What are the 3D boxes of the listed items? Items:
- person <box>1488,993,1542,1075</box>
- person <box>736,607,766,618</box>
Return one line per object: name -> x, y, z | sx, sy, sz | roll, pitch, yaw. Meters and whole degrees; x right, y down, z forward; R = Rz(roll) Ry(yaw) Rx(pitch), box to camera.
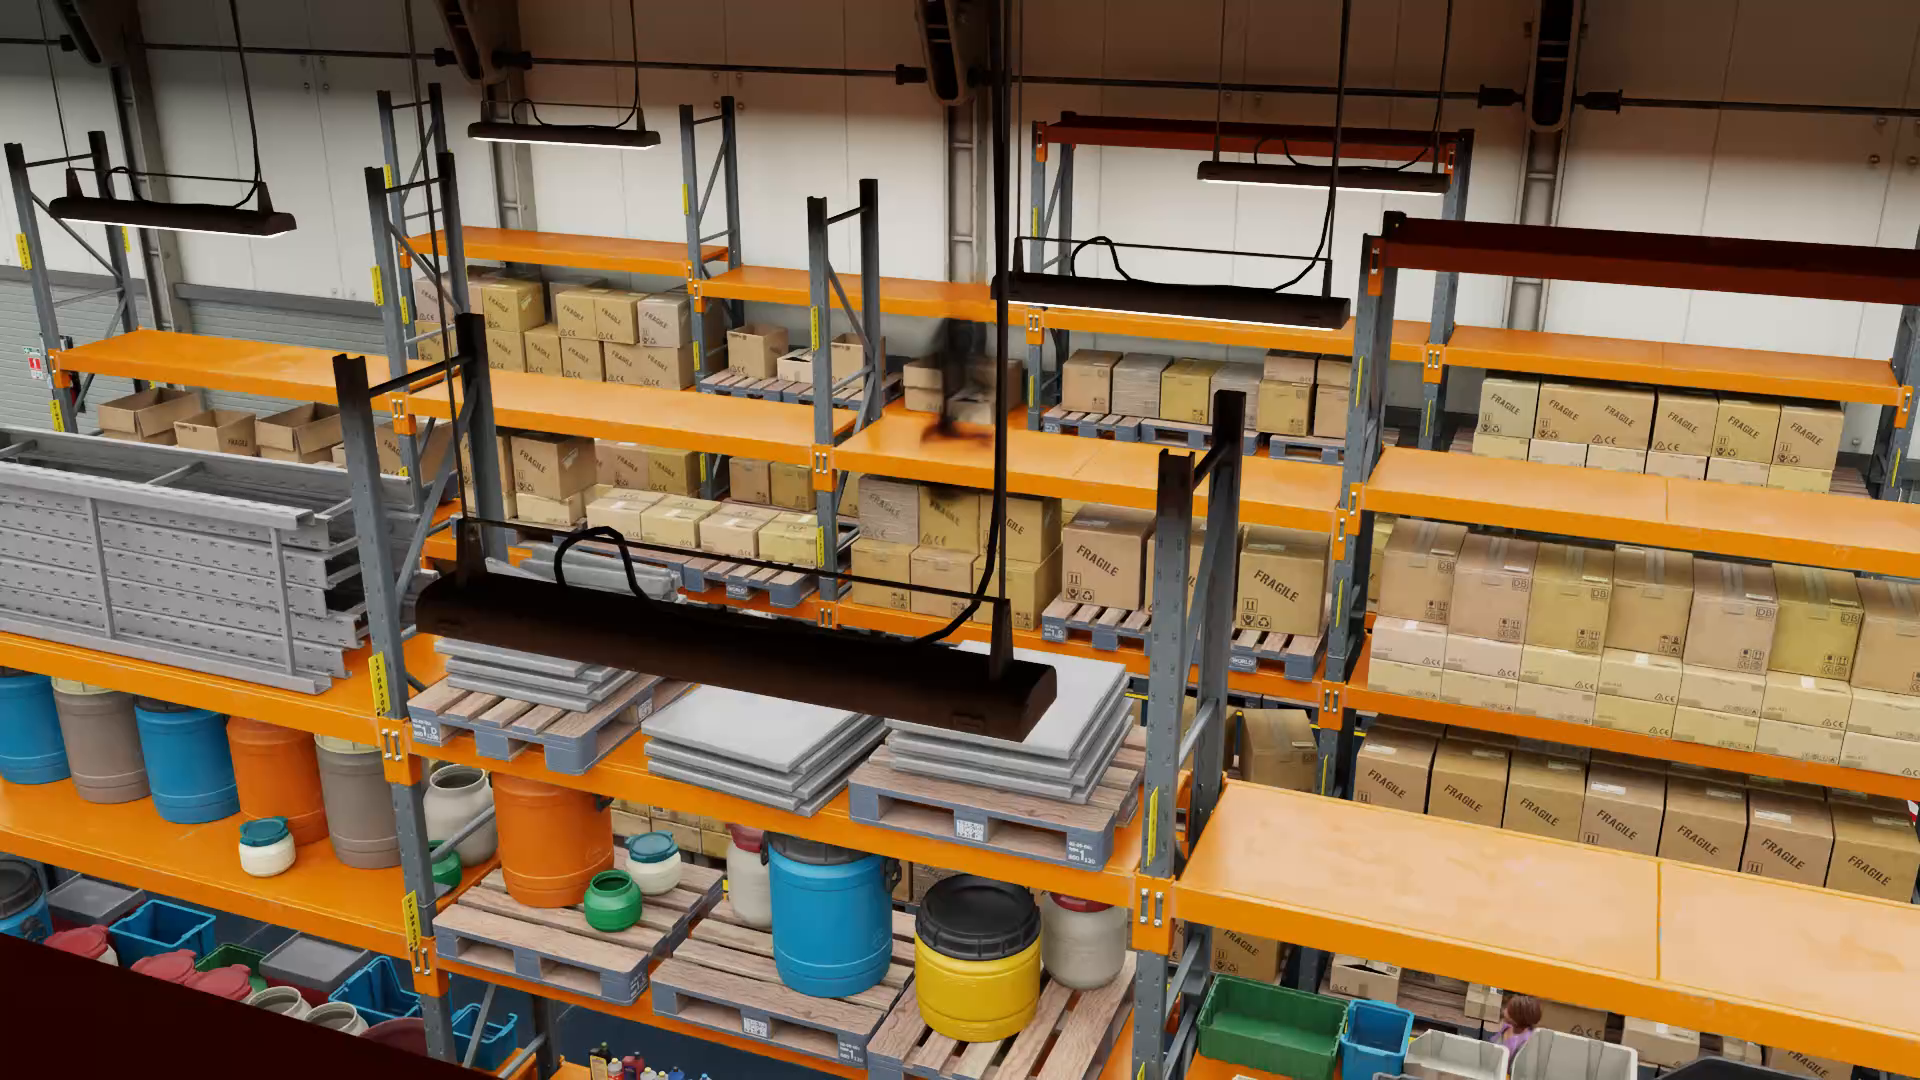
person -> 3.509, 3.610, 10.665 | 0.686, 1.626, 0.508 | 5, 21, 14
person -> -2.063, 1.191, 16.764 | 0.805, 1.823, 0.644 | 5, 21, 12
